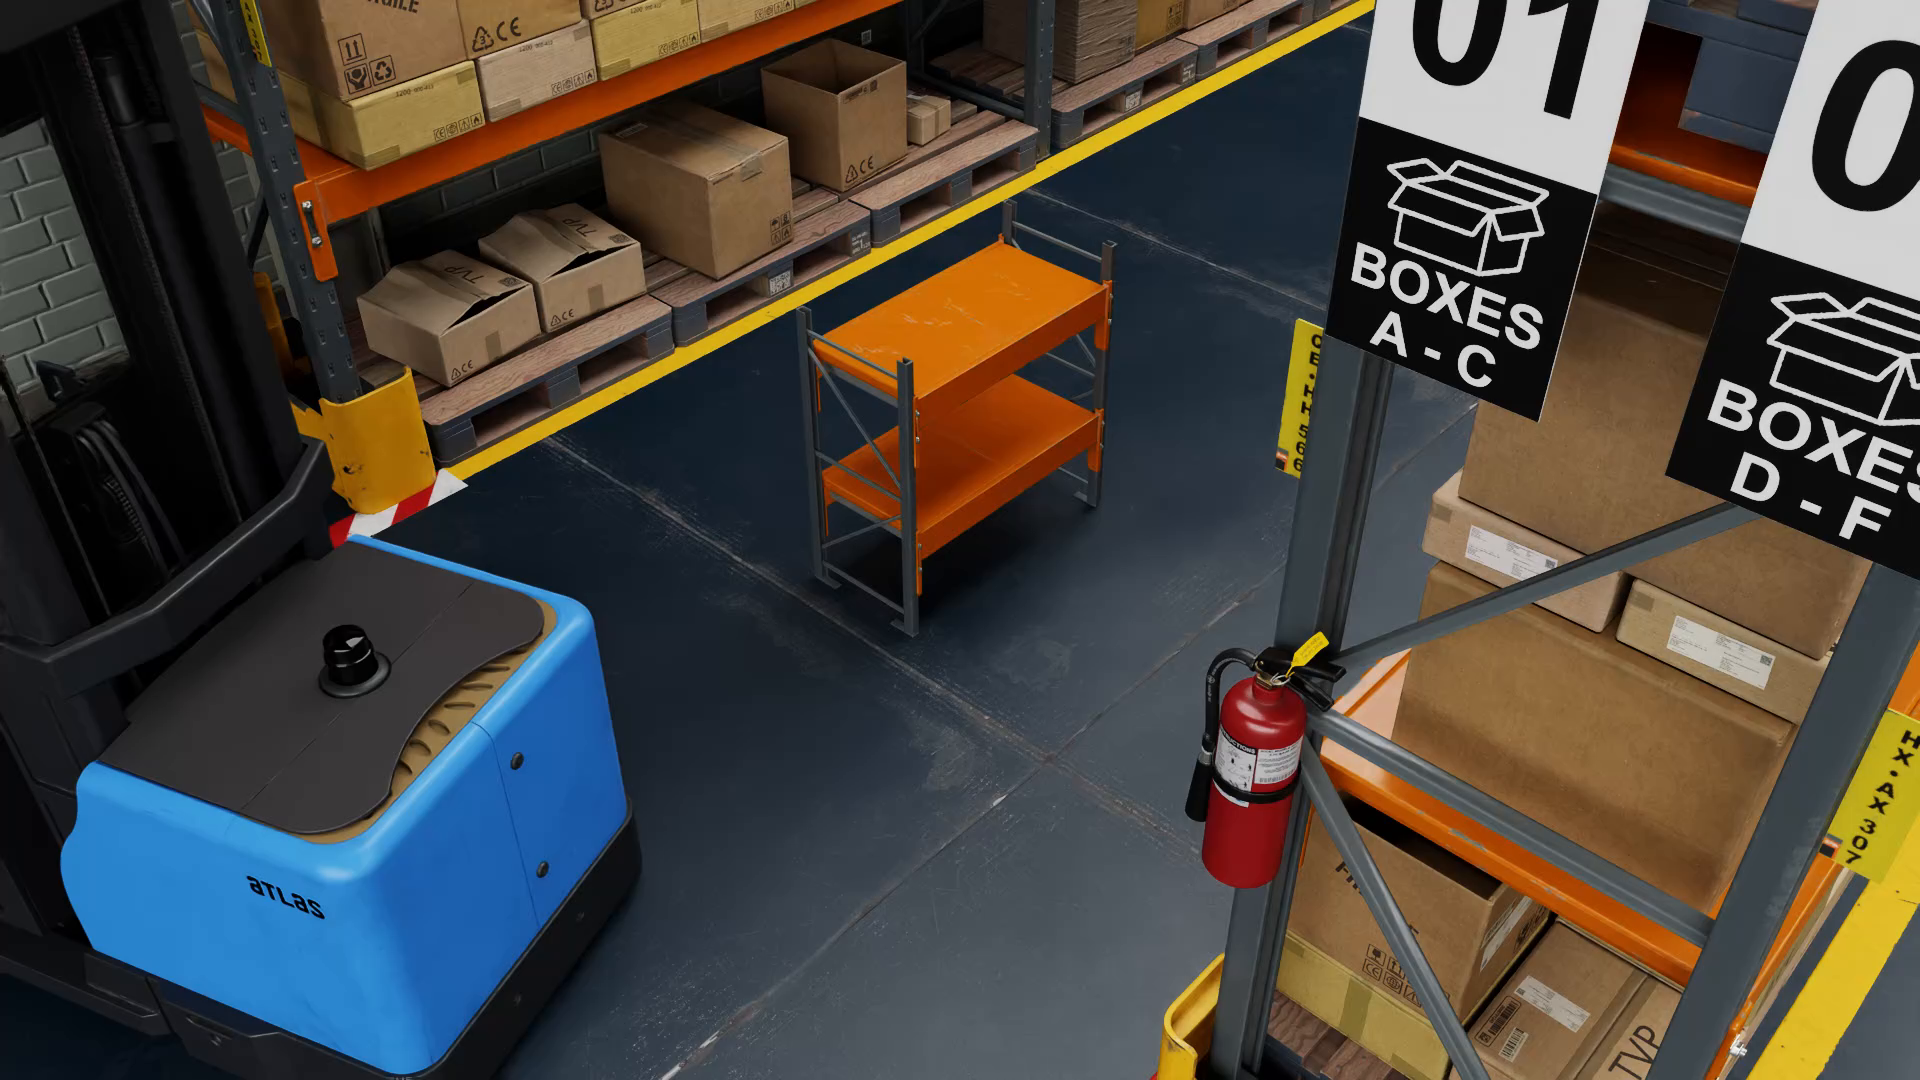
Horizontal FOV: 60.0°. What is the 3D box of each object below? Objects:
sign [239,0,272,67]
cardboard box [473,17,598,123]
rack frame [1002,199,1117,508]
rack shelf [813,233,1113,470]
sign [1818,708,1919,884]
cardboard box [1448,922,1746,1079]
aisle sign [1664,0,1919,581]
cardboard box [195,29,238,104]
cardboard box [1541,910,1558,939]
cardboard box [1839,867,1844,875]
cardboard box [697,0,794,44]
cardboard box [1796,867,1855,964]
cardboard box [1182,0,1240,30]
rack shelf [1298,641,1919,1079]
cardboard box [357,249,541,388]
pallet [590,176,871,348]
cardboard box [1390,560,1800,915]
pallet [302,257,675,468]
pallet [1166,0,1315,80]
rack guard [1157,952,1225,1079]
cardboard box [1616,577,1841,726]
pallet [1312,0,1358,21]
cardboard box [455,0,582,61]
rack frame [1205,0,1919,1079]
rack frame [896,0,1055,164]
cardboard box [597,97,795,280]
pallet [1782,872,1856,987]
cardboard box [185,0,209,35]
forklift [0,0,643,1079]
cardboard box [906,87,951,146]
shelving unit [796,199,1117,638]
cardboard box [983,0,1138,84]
[{"bbox_3d":[-2.232,-1.655,5.225,0.100,0.325,0.005,30,47,32],"label":"sign"},{"bbox_3d":[-1.729,-1.828,6.243,0.500,0.250,0.500,28,46,31],"label":"cardboard box"},{"bbox_3d":[0.348,-0.677,6.198,0.500,1.125,0.032,30,47,32],"label":"rack frame"},{"bbox_3d":[0.005,-0.672,5.722,0.538,0.278,1.000,30,47,32],"label":"rack shelf"},{"bbox_3d":[1.432,0.401,2.577,0.100,0.325,0.005,30,47,32],"label":"sign"},{"bbox_3d":[1.552,1.294,4.085,0.500,0.250,0.500,30,47,32],"label":"cardboard box"},{"bbox_3d":[1.208,-0.324,2.159,0.394,0.787,0.004,30,47,32],"label":"aisle sign"},{"bbox_3d":[-2.460,-1.789,6.194,0.500,0.250,0.500,30,48,32],"label":"cardboard box"},{"bbox_3d":[1.499,0.841,4.654,0.500,0.250,0.500,30,47,32],"label":"cardboard box"},{"bbox_3d":[2.216,0.534,4.437,0.500,0.500,0.500,30,47,32],"label":"cardboard box"},{"bbox_3d":[-1.038,-2.291,6.825,0.500,0.250,0.500,30,47,32],"label":"cardboard box"},{"bbox_3d":[2.225,0.833,4.664,0.500,0.250,0.500,30,47,32],"label":"cardboard box"},{"bbox_3d":[1.236,-3.396,9.766,0.700,0.500,0.500,30,47,32],"label":"cardboard box"},{"bbox_3d":[2.376,-0.103,4.547,1.077,0.370,4.000,30,47,32],"label":"rack shelf"},{"bbox_3d":[-2.099,-0.943,6.833,0.500,0.311,0.500,24,44,27],"label":"cardboard box"},{"bbox_3d":[-1.184,-1.403,7.845,1.003,0.211,1.213,30,47,32],"label":"pallet"},{"bbox_3d":[1.351,0.286,3.399,0.700,0.500,0.500,30,47,32],"label":"cardboard box"},{"bbox_3d":[-2.007,-0.845,7.144,1.003,0.211,1.213,30,47,32],"label":"pallet"},{"bbox_3d":[1.413,-3.211,10.119,1.003,0.211,1.213,30,47,32],"label":"pallet"},{"bbox_3d":[1.010,1.524,3.932,1.175,0.500,0.348,30,47,32],"label":"rack guard"},{"bbox_3d":[1.450,0.152,3.048,0.380,0.149,0.250,29,47,32],"label":"cardboard box"},{"bbox_3d":[2.236,-3.769,10.820,1.003,0.211,1.213,30,47,32],"label":"pallet"},{"bbox_3d":[-1.748,-2.102,5.986,0.500,0.500,0.500,30,47,32],"label":"cardboard box"},{"bbox_3d":[1.024,0.533,3.169,0.949,2.616,0.053,30,47,32],"label":"rack frame"},{"bbox_3d":[0.066,-3.381,8.092,1.000,3.000,0.127,30,47,32],"label":"rack frame"},{"bbox_3d":[-1.183,-1.595,7.501,0.700,0.500,0.500,27,46,29],"label":"cardboard box"},{"bbox_3d":[2.335,0.699,5.201,1.003,0.211,1.213,30,47,32],"label":"pallet"},{"bbox_3d":[-2.472,-2.092,5.973,0.500,0.500,0.500,29,47,31],"label":"cardboard box"},{"bbox_3d":[-2.504,-0.226,4.179,3.031,2.935,1.130,15,41,18],"label":"forklift"},{"bbox_3d":[-0.273,-2.186,8.512,0.380,0.166,0.250,23,44,27],"label":"cardboard box"},{"bbox_3d":[0.005,-0.443,5.904,0.538,1.125,1.048,30,47,32],"label":"shelving unit"},{"bbox_3d":[0.550,-2.920,9.167,0.700,0.500,0.500,31,48,33],"label":"cardboard box"}]
